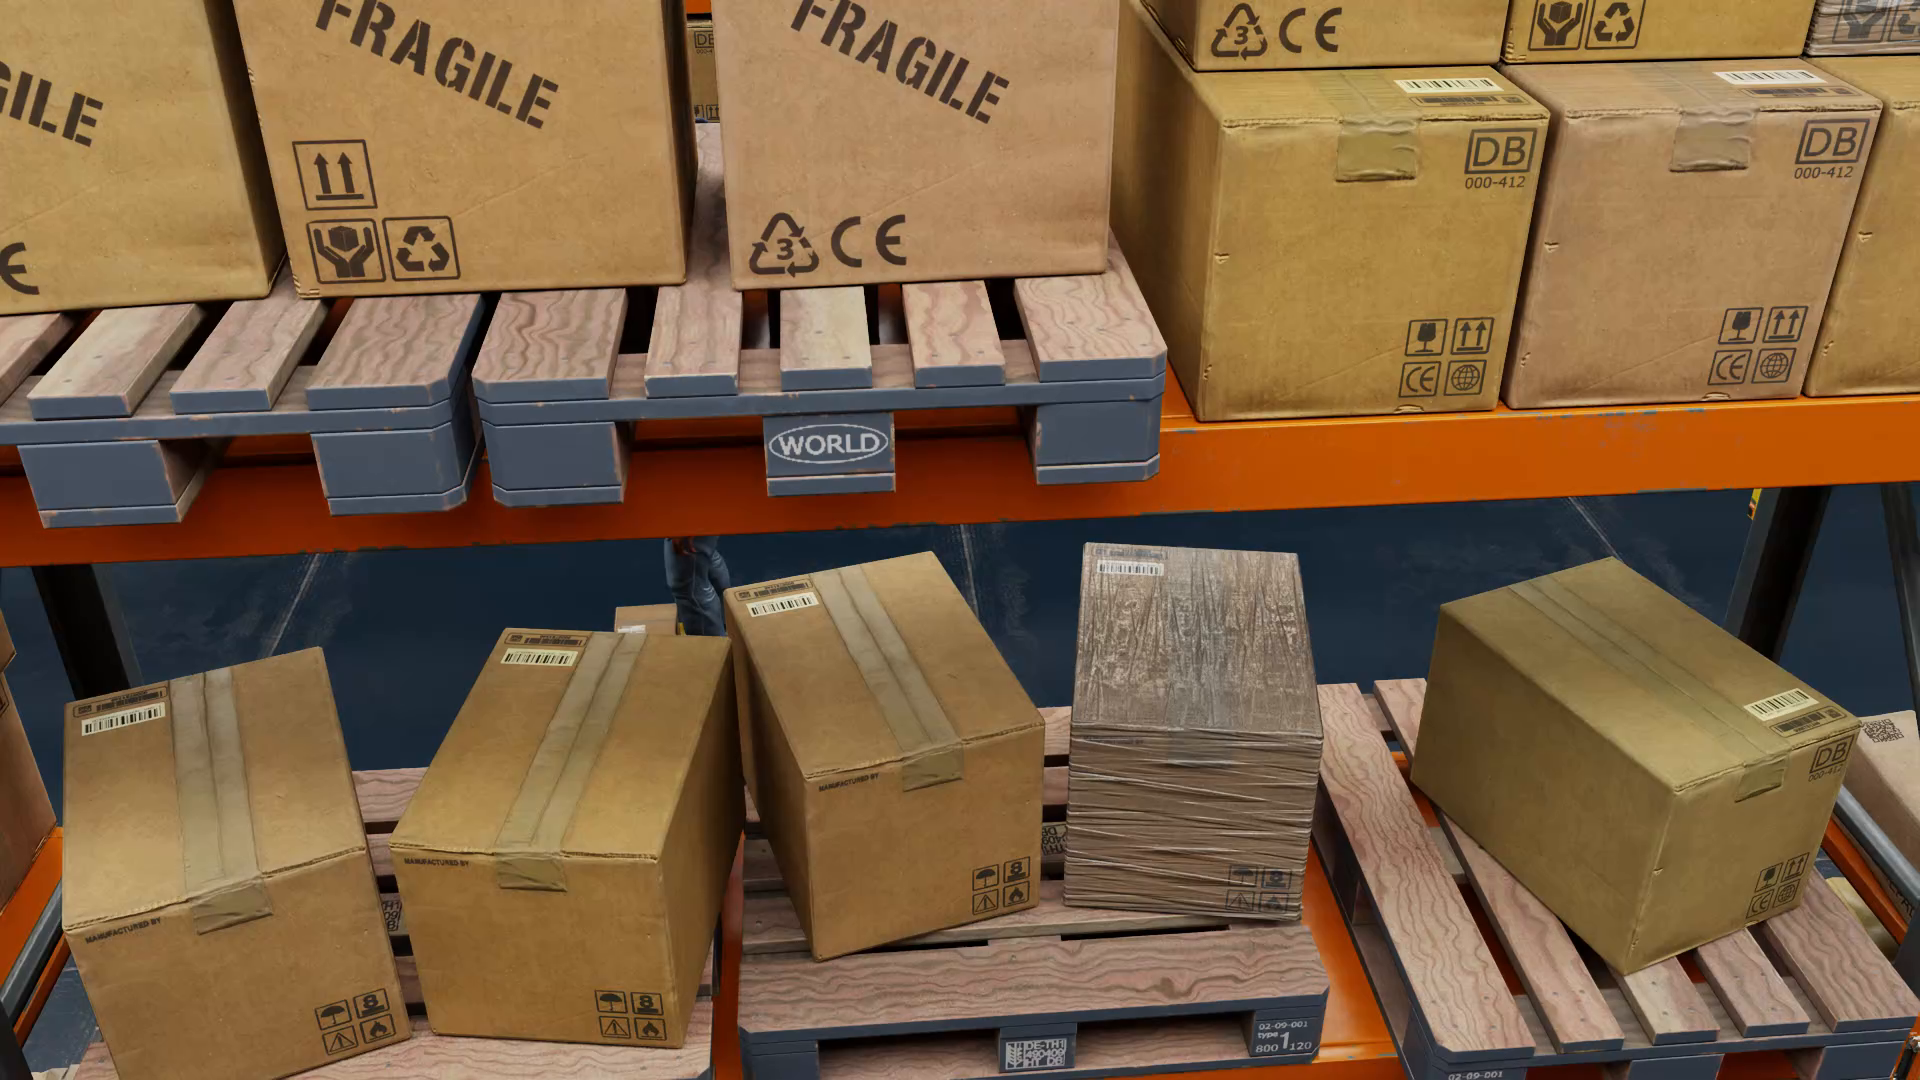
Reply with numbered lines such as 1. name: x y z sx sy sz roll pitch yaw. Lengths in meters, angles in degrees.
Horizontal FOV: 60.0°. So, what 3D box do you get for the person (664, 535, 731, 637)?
1. person: -1.058 -0.218 6.479 0.454 1.760 0.636 -4 31 -7
